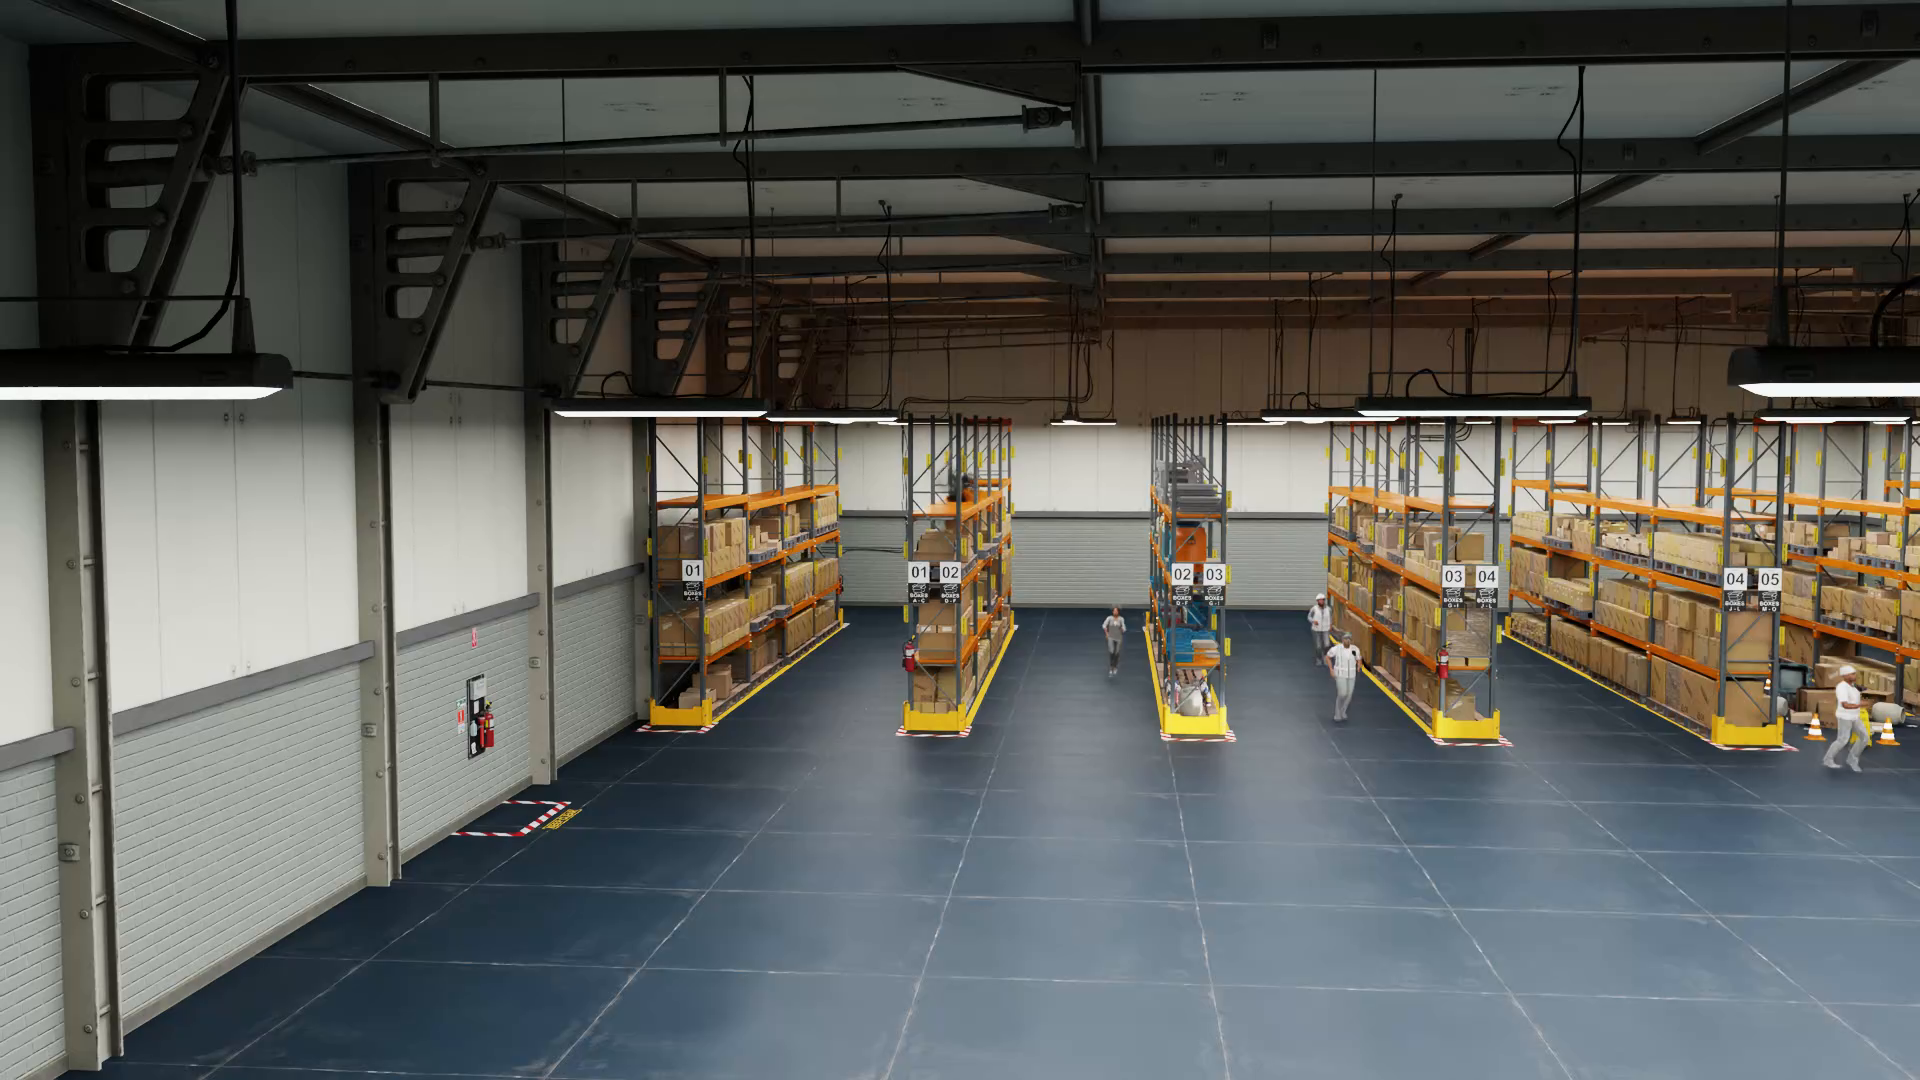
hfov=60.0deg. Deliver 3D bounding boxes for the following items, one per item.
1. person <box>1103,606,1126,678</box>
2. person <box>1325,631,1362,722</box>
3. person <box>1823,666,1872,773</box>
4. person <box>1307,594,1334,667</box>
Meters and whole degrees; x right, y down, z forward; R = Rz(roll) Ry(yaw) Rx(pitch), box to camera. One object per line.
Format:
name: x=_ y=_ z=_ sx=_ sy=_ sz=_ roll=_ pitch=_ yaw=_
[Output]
person: x=3.550 y=2.333 z=38.113 sx=0.515 sy=1.624 sz=0.704 roll=0 pitch=4 yaw=0
person: x=7.545 y=2.671 z=32.458 sx=0.654 sy=1.803 sz=0.697 roll=-1 pitch=4 yaw=-10
person: x=14.776 y=2.990 z=27.630 sx=0.684 sy=1.814 sz=0.731 roll=-3 pitch=5 yaw=-41
person: x=8.657 y=2.167 z=39.862 sx=0.652 sy=1.759 sz=0.664 roll=0 pitch=4 yaw=5
